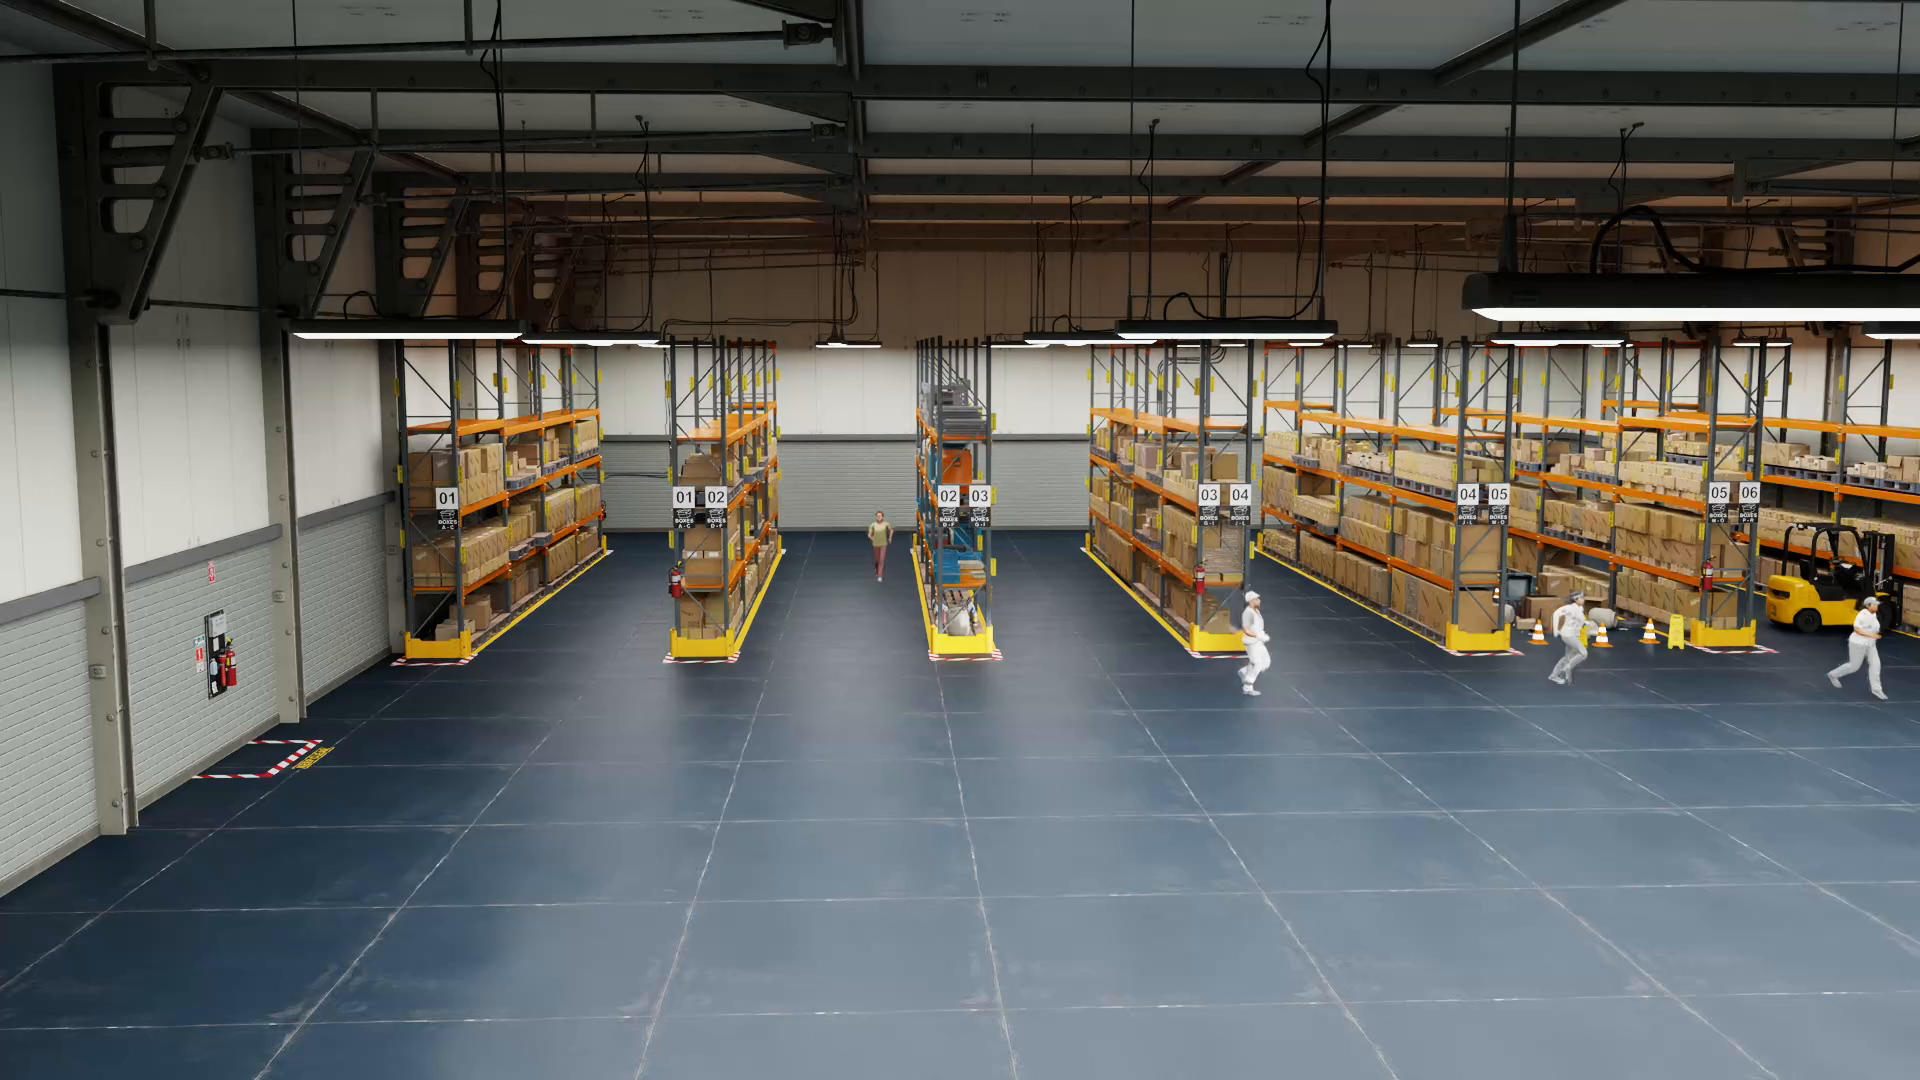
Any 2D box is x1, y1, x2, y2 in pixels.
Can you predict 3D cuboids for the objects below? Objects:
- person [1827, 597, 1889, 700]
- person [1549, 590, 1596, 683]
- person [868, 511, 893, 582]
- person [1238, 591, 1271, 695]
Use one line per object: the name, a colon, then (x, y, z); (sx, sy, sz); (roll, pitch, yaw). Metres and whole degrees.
person: (15.007, 1.766, 27.697); (0.628, 1.676, 0.984); (-5, 8, -38)
person: (10.486, 1.656, 28.470); (0.741, 1.642, 0.645); (6, 9, 43)
person: (-1.887, 0.139, 39.446); (0.593, 1.643, 0.894); (0, 6, -2)
person: (4.898, 1.720, 27.697); (0.592, 1.742, 0.655); (3, 7, 26)
